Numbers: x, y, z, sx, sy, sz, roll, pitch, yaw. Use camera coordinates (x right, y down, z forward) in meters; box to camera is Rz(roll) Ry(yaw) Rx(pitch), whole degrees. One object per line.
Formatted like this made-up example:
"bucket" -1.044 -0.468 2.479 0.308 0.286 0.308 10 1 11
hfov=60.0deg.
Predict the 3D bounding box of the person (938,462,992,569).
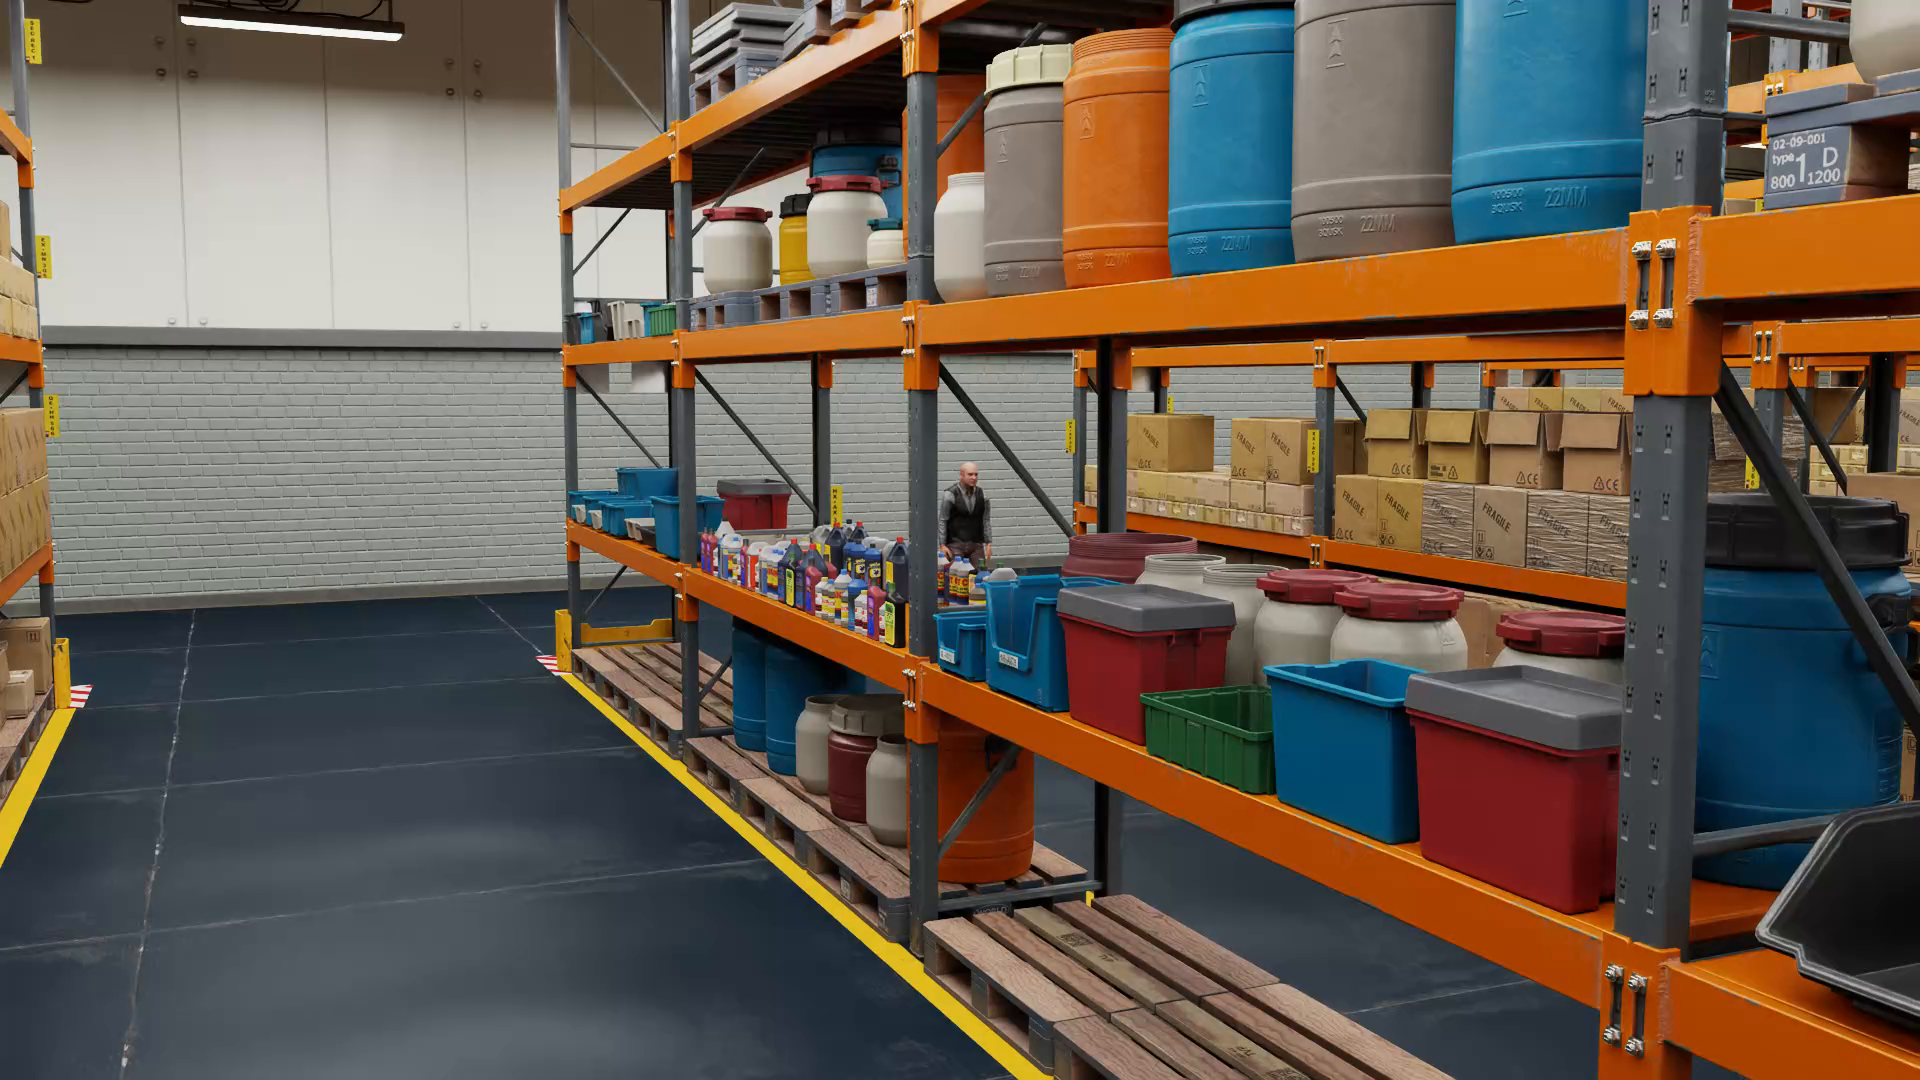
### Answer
"person" 0.042 0.086 16.457 0.582 1.721 0.412 -2 6 -24
